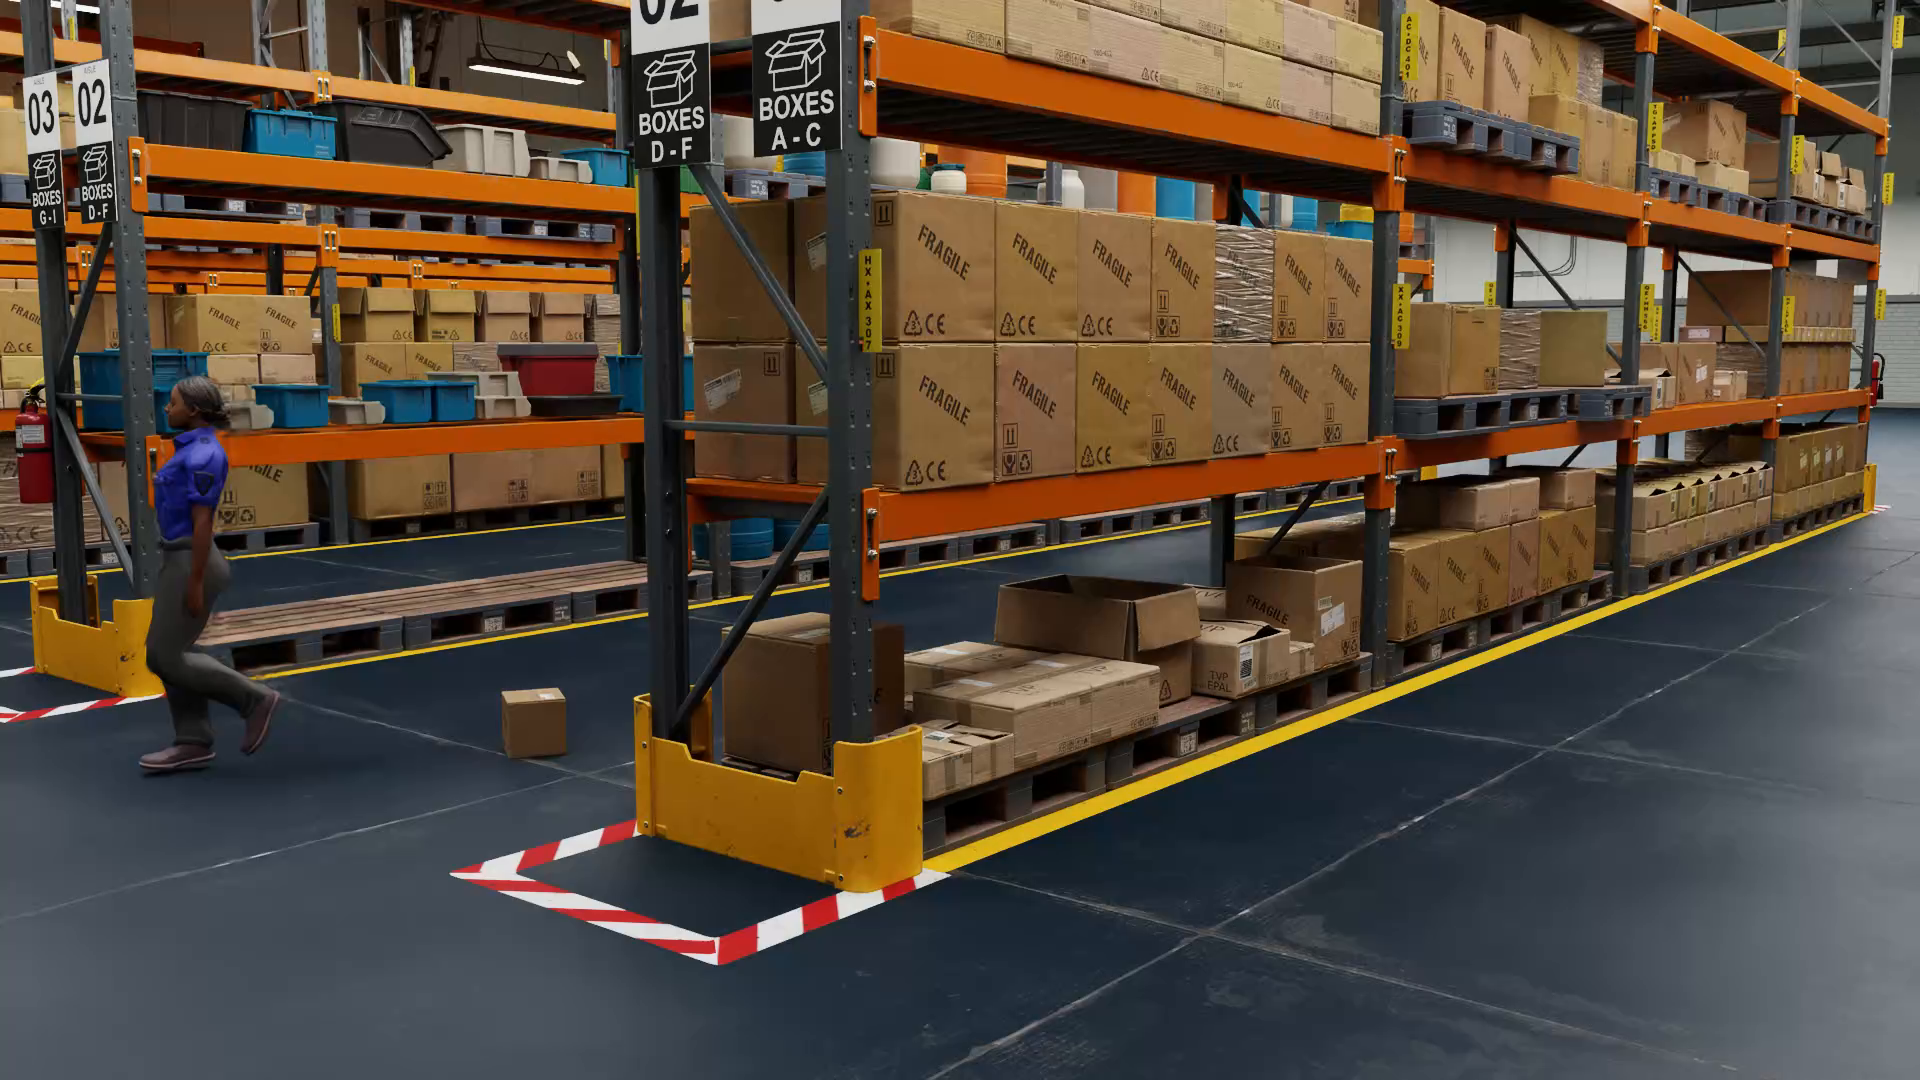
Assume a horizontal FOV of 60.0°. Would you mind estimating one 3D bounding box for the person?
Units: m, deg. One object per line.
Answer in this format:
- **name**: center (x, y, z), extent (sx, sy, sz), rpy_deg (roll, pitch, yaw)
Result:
- **person**: center (-3.170, 0.137, 6.951), extent (0.550, 1.642, 0.455), rpy_deg (-4, 8, -28)
